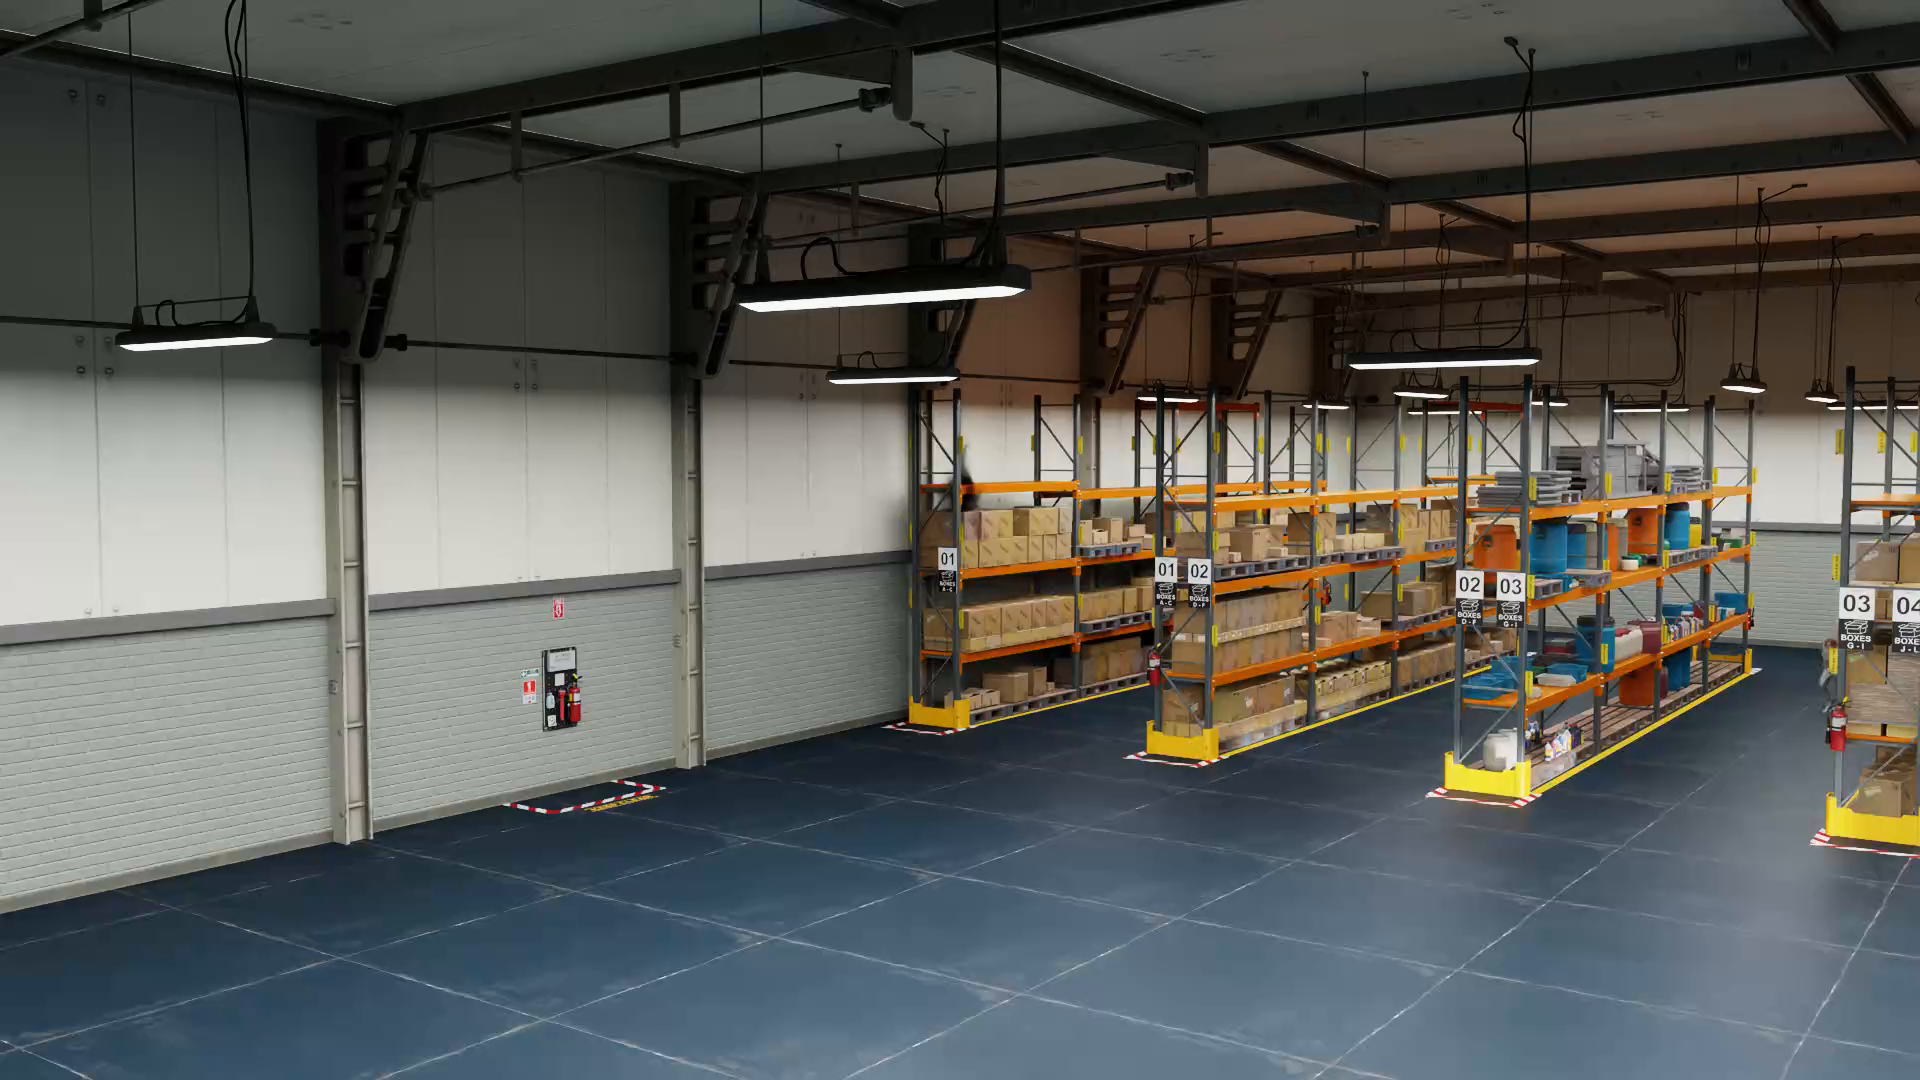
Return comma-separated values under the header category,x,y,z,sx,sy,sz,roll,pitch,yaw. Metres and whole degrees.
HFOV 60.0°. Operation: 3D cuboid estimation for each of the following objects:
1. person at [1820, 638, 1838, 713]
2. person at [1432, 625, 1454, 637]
category,x,y,z,sx,sy,sz,roll,pitch,yaw
person,16.342,2.497,31.045,1.014,1.405,0.548,-3,4,-40
person,11.967,1.857,41.040,0.658,1.626,0.490,1,4,23
